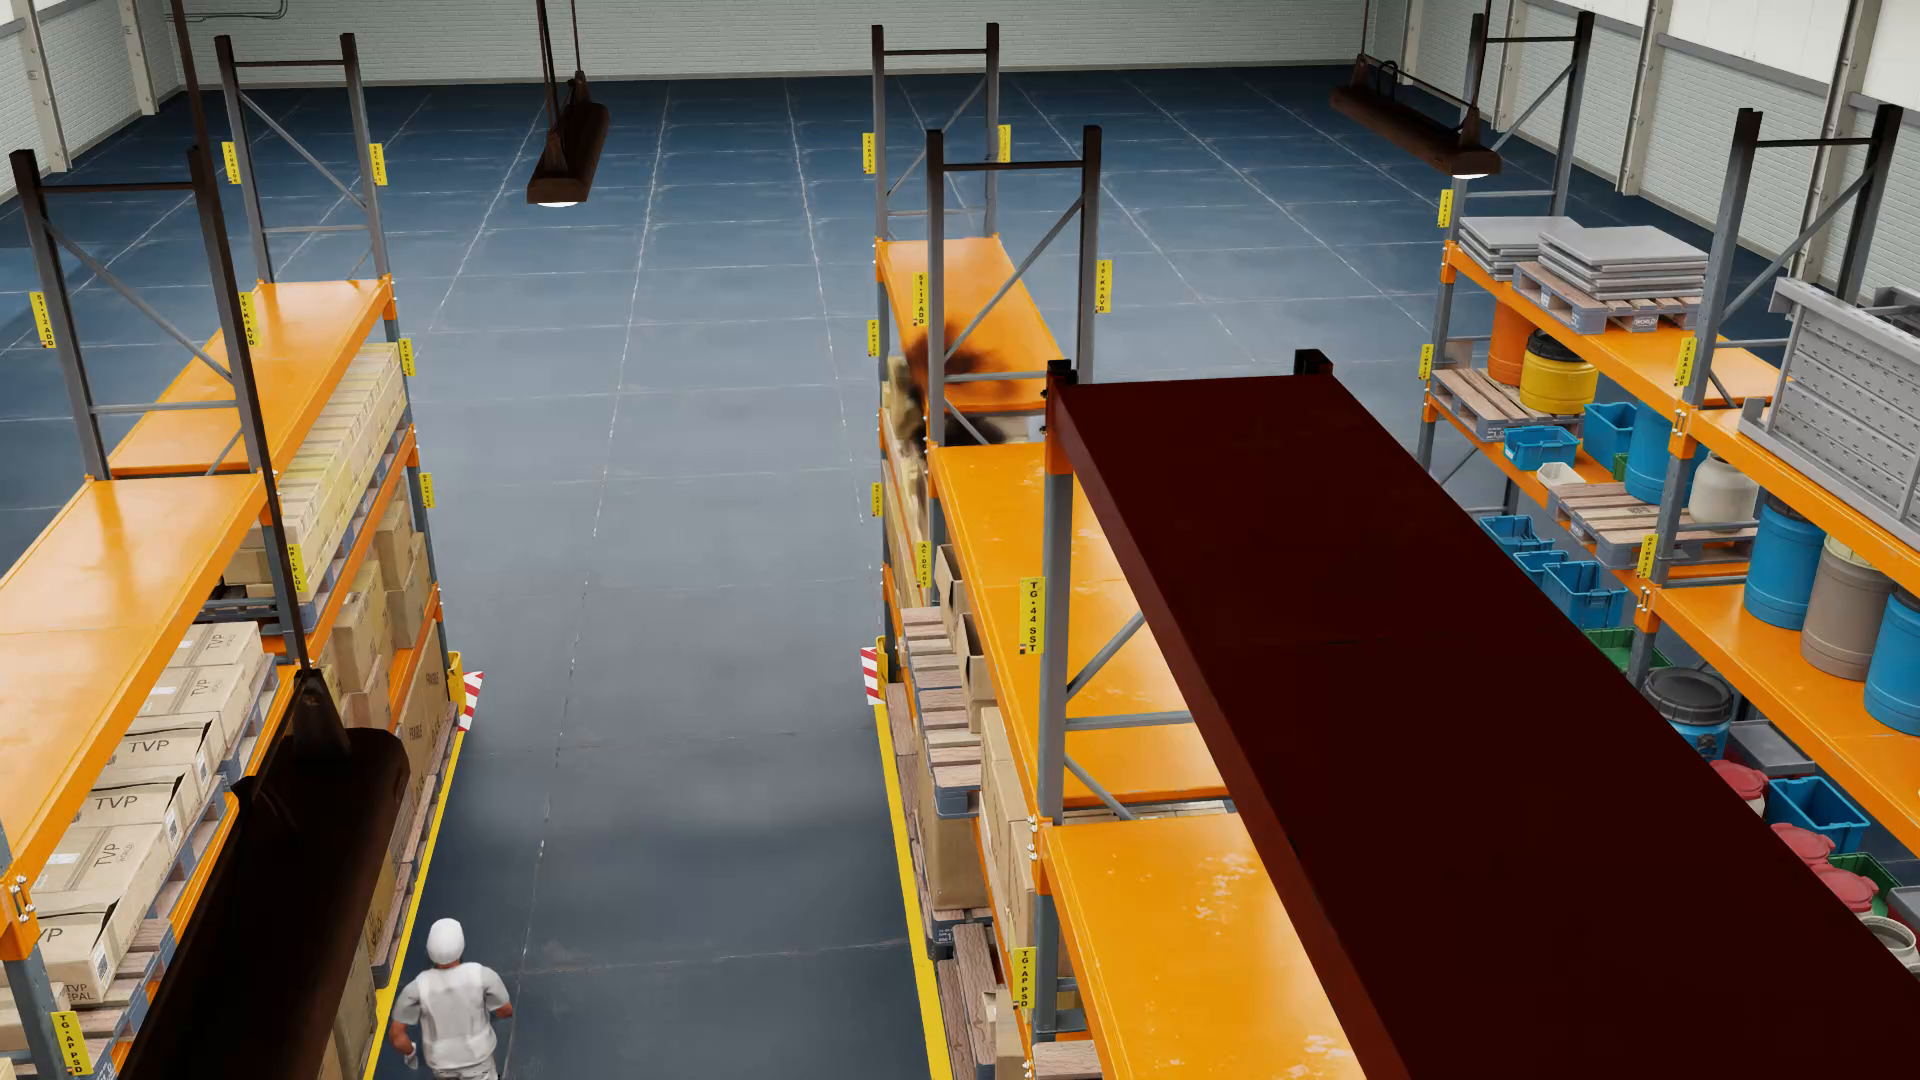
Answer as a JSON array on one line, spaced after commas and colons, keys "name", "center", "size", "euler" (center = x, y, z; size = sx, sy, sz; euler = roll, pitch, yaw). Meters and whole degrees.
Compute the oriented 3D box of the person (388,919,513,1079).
[{"name": "person", "center": [-2.886, 2.953, 9.654], "size": [0.648, 1.813, 0.644], "euler": [-3, 26, -7]}]
